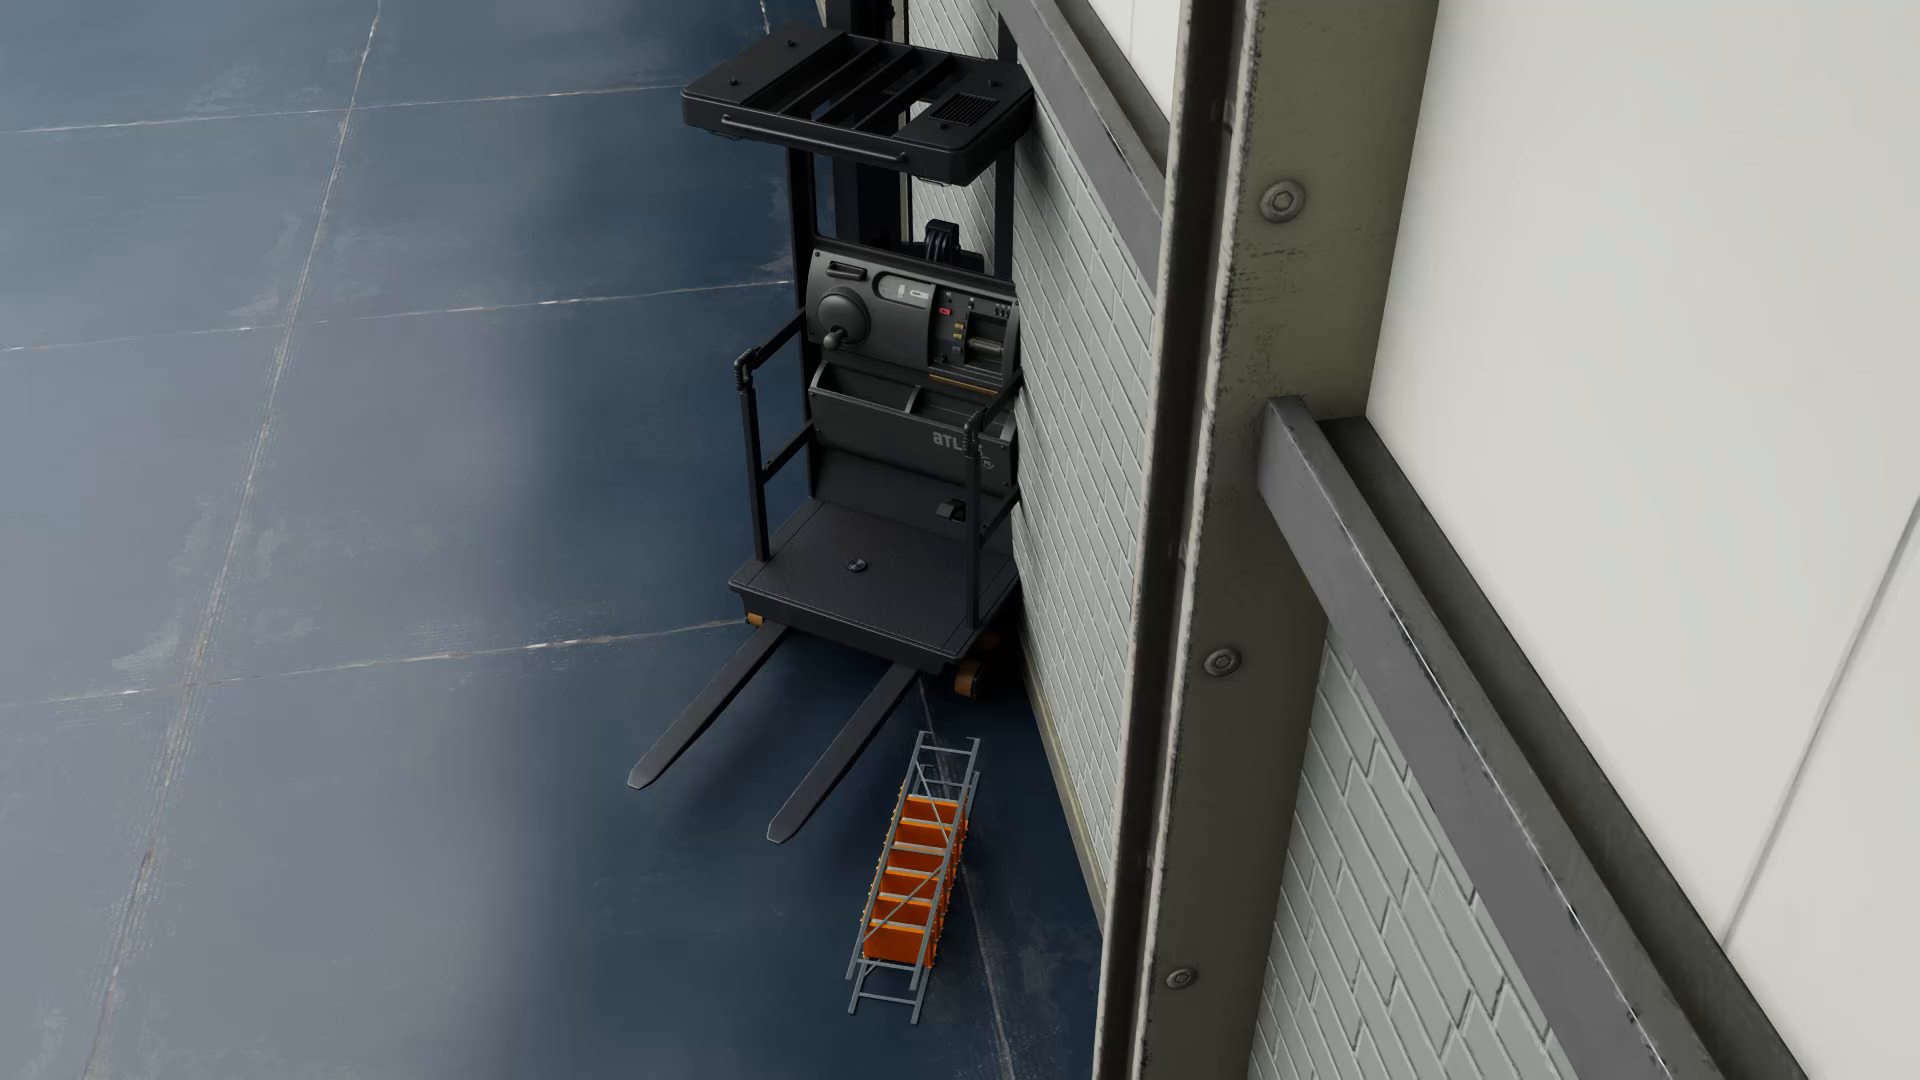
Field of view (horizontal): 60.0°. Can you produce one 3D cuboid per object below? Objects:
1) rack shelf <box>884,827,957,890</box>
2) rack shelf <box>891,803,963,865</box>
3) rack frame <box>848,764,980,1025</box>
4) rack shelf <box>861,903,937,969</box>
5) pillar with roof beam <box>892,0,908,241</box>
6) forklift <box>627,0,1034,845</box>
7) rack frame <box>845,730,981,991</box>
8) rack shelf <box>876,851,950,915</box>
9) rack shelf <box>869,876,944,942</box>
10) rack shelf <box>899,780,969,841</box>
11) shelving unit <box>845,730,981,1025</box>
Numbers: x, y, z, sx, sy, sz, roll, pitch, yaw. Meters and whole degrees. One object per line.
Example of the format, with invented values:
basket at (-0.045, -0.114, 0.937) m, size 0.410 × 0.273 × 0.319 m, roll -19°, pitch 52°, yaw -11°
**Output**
rack shelf at (-0.143, 1.165, 6.092) m, size 0.258 × 0.180 × 0.103 m, roll 7°, pitch 38°, yaw 9°
rack shelf at (-0.121, 1.093, 6.185) m, size 0.258 × 0.180 × 0.103 m, roll 7°, pitch 38°, yaw 9°
rack frame at (-0.152, 1.265, 6.114) m, size 0.240 × 0.006 × 1.200 m, roll 7°, pitch 38°, yaw 9°
rack shelf at (-0.211, 1.382, 5.813) m, size 0.258 × 0.180 × 0.103 m, roll 7°, pitch 38°, yaw 9°
pillar with roof beam at (-4.713, -4.653, 6.404) m, size 9.100 × 9.000 × 0.400 m, roll -6°, pitch 38°, yaw -8°
forklift at (-0.278, -0.811, 6.405) m, size 1.130 × 2.935 × 3.031 m, roll 17°, pitch 41°, yaw 20°
rack frame at (-0.152, 1.120, 6.001) m, size 0.240 × 0.006 × 1.200 m, roll 7°, pitch 38°, yaw 9°
rack shelf at (-0.166, 1.238, 5.999) m, size 0.258 × 0.180 × 0.103 m, roll 7°, pitch 38°, yaw 9°
rack shelf at (-0.189, 1.310, 5.906) m, size 0.258 × 0.180 × 0.103 m, roll 7°, pitch 38°, yaw 9°
rack shelf at (-0.098, 1.021, 6.278) m, size 0.258 × 0.180 × 0.103 m, roll 7°, pitch 38°, yaw 9°
shelving unit at (-0.152, 1.192, 6.058) m, size 0.258 × 0.189 × 1.200 m, roll 7°, pitch 38°, yaw 9°
